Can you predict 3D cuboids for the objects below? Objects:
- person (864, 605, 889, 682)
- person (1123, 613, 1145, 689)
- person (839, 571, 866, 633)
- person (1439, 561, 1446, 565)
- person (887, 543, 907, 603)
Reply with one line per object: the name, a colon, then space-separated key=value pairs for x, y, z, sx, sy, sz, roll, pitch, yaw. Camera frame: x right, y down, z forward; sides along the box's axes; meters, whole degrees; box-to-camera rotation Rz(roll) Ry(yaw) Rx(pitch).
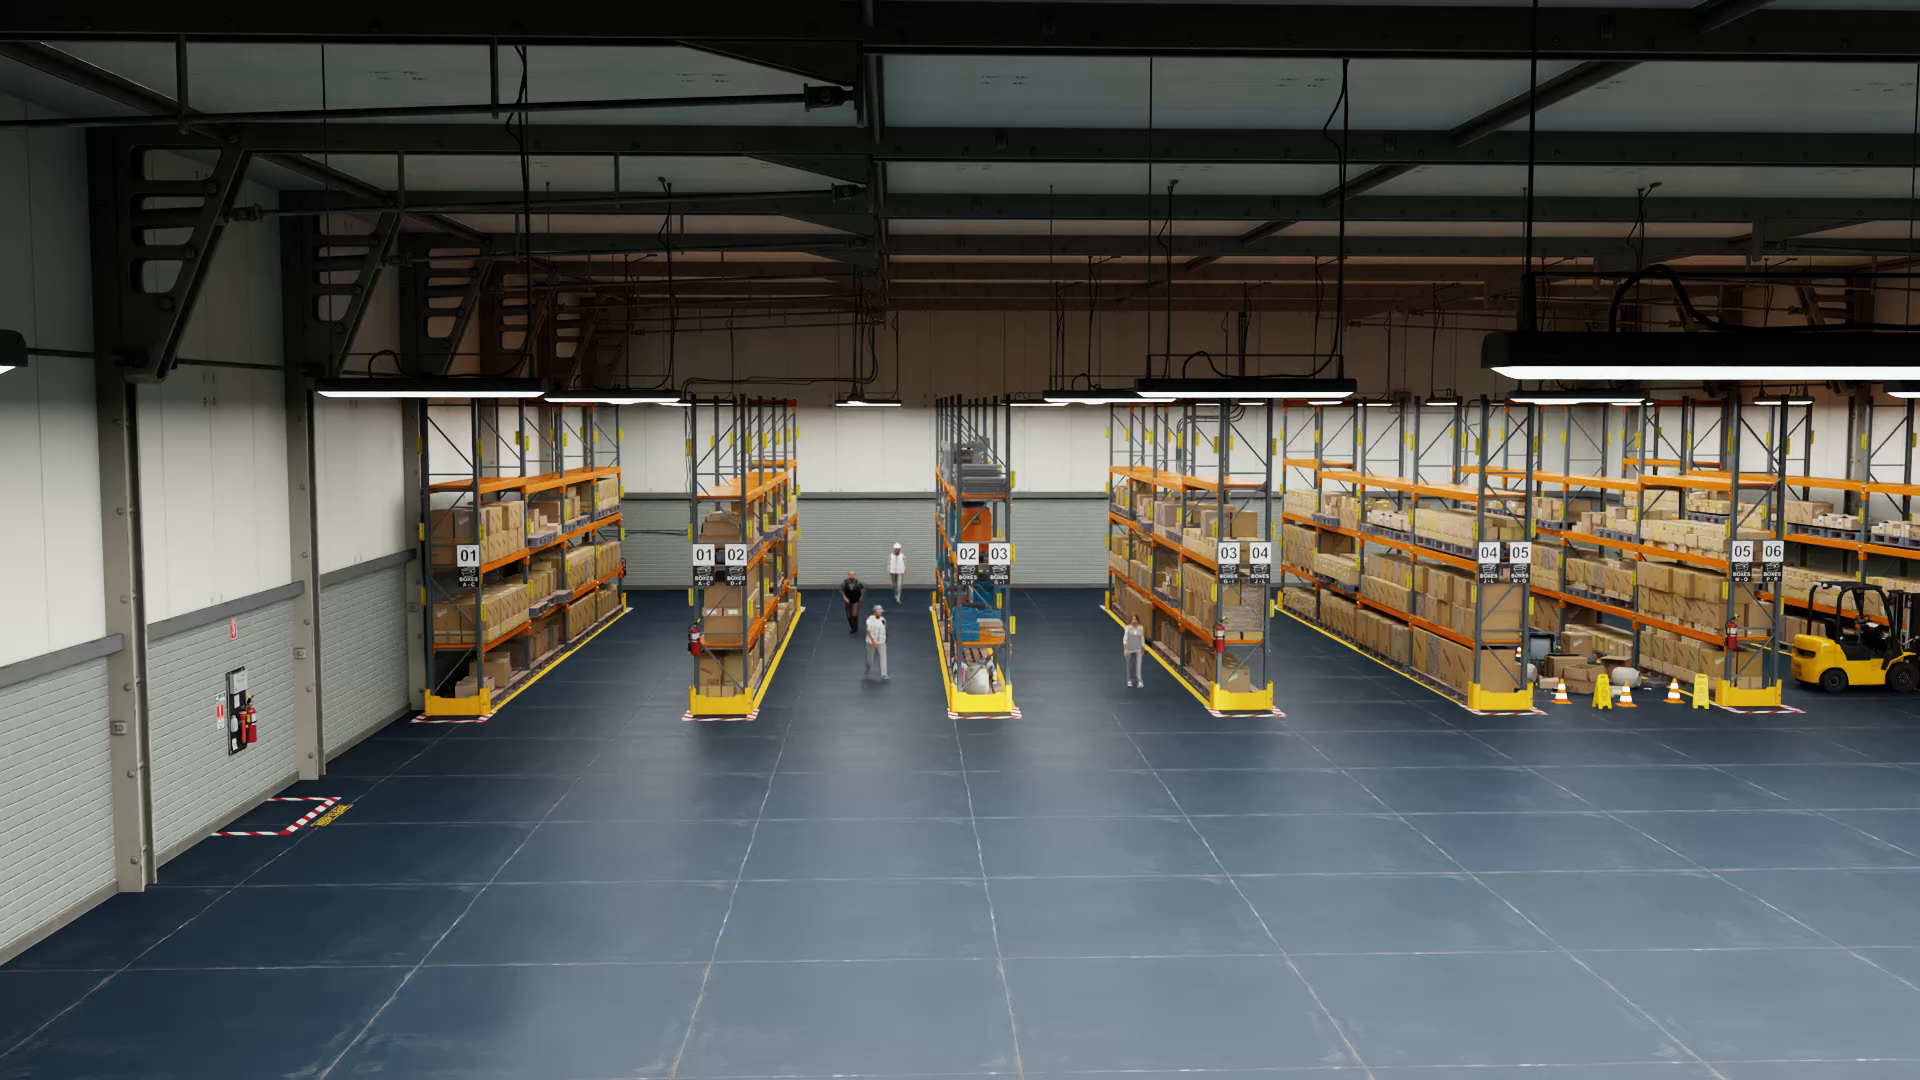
person: x=-1.743 y=2.166 z=35.050 sx=0.457 sy=1.577 sz=1.089 roll=-2 pitch=5 yaw=-20
person: x=3.544 y=2.324 z=33.870 sx=0.448 sy=1.437 sz=0.996 roll=0 pitch=5 yaw=6
person: x=-2.730 y=1.576 z=42.347 sx=0.656 sy=1.633 sz=0.727 roll=1 pitch=5 yaw=7
person: x=13.060 y=1.296 z=44.891 sx=0.609 sy=1.771 sz=0.491 roll=-4 pitch=6 yaw=-41
person: x=-1.906 y=0.961 z=49.256 sx=0.555 sy=1.712 sz=1.005 roll=1 pitch=5 yaw=14
